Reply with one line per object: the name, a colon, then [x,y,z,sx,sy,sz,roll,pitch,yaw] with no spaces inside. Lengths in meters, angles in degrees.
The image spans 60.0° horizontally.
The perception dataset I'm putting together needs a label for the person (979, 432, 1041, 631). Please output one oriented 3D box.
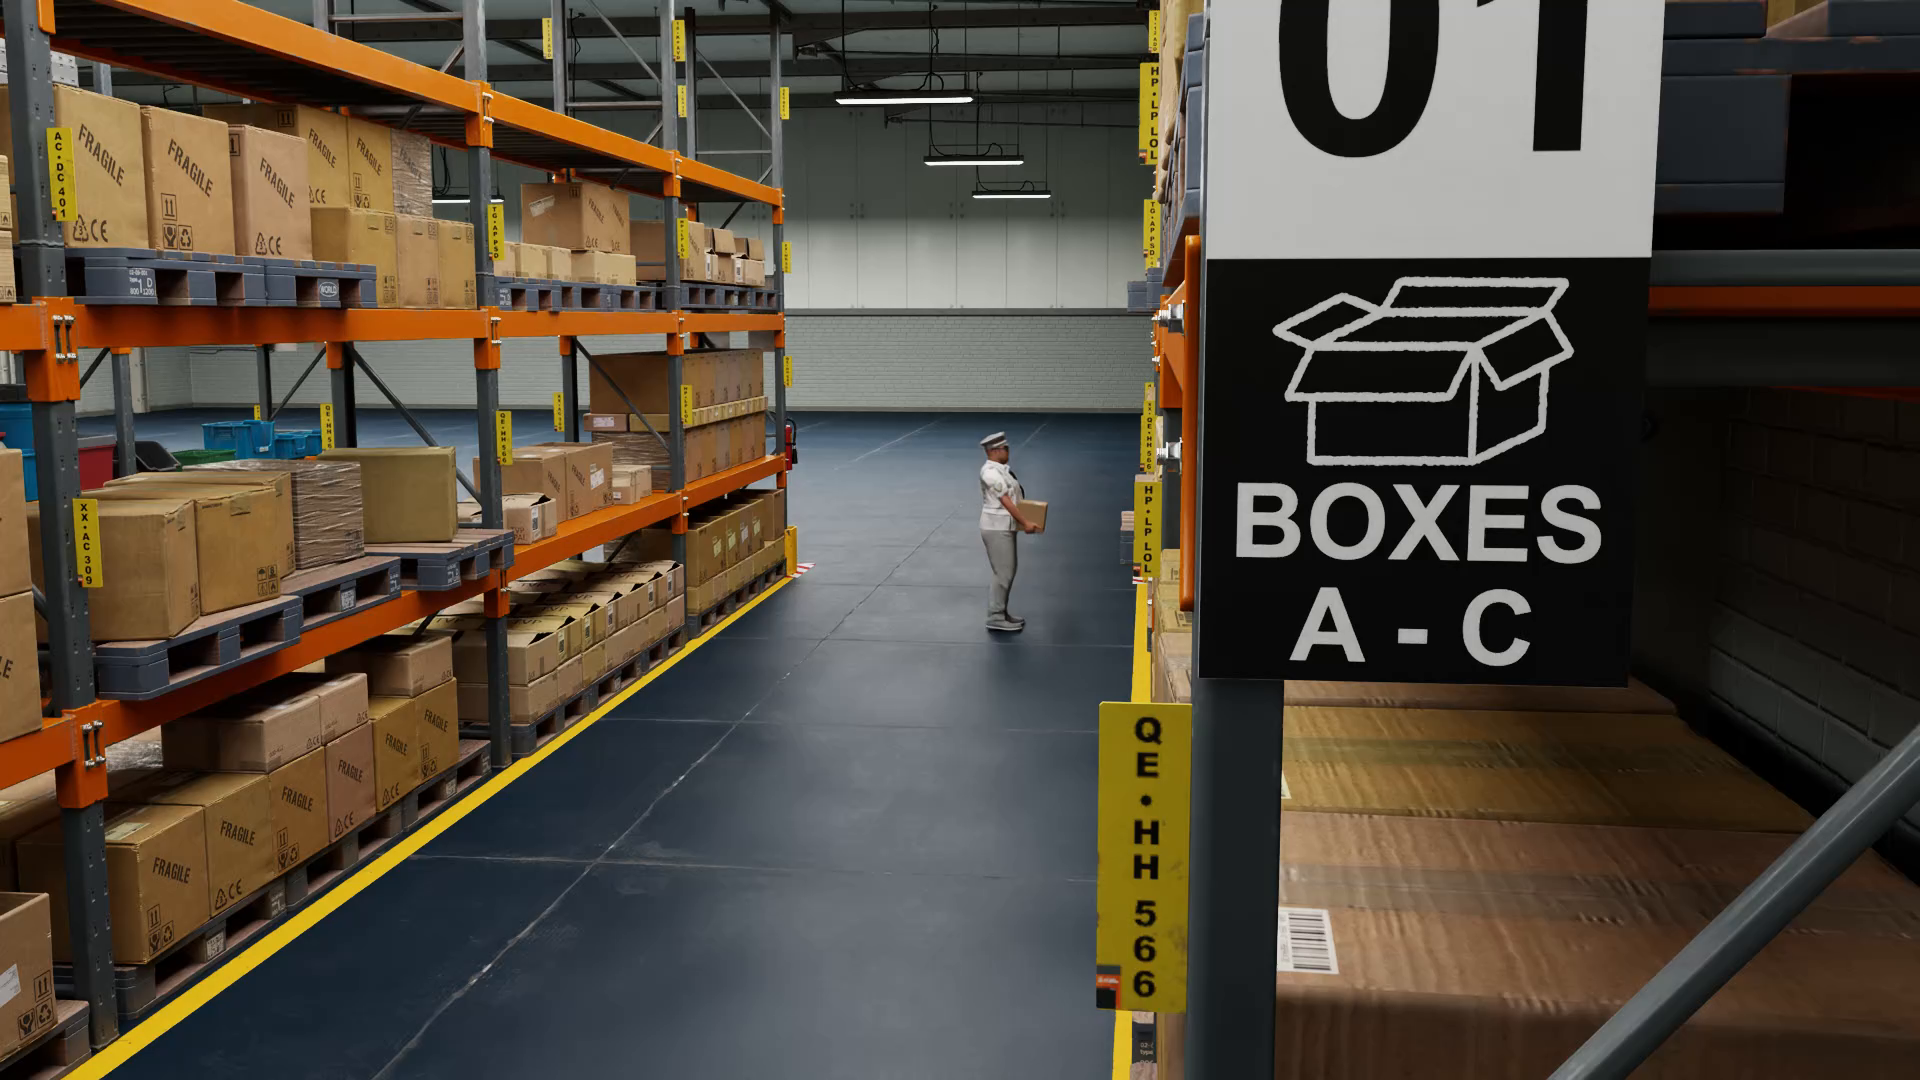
person: [0.456,-0.089,14.886,0.563,1.767,0.494,1,8,7]
